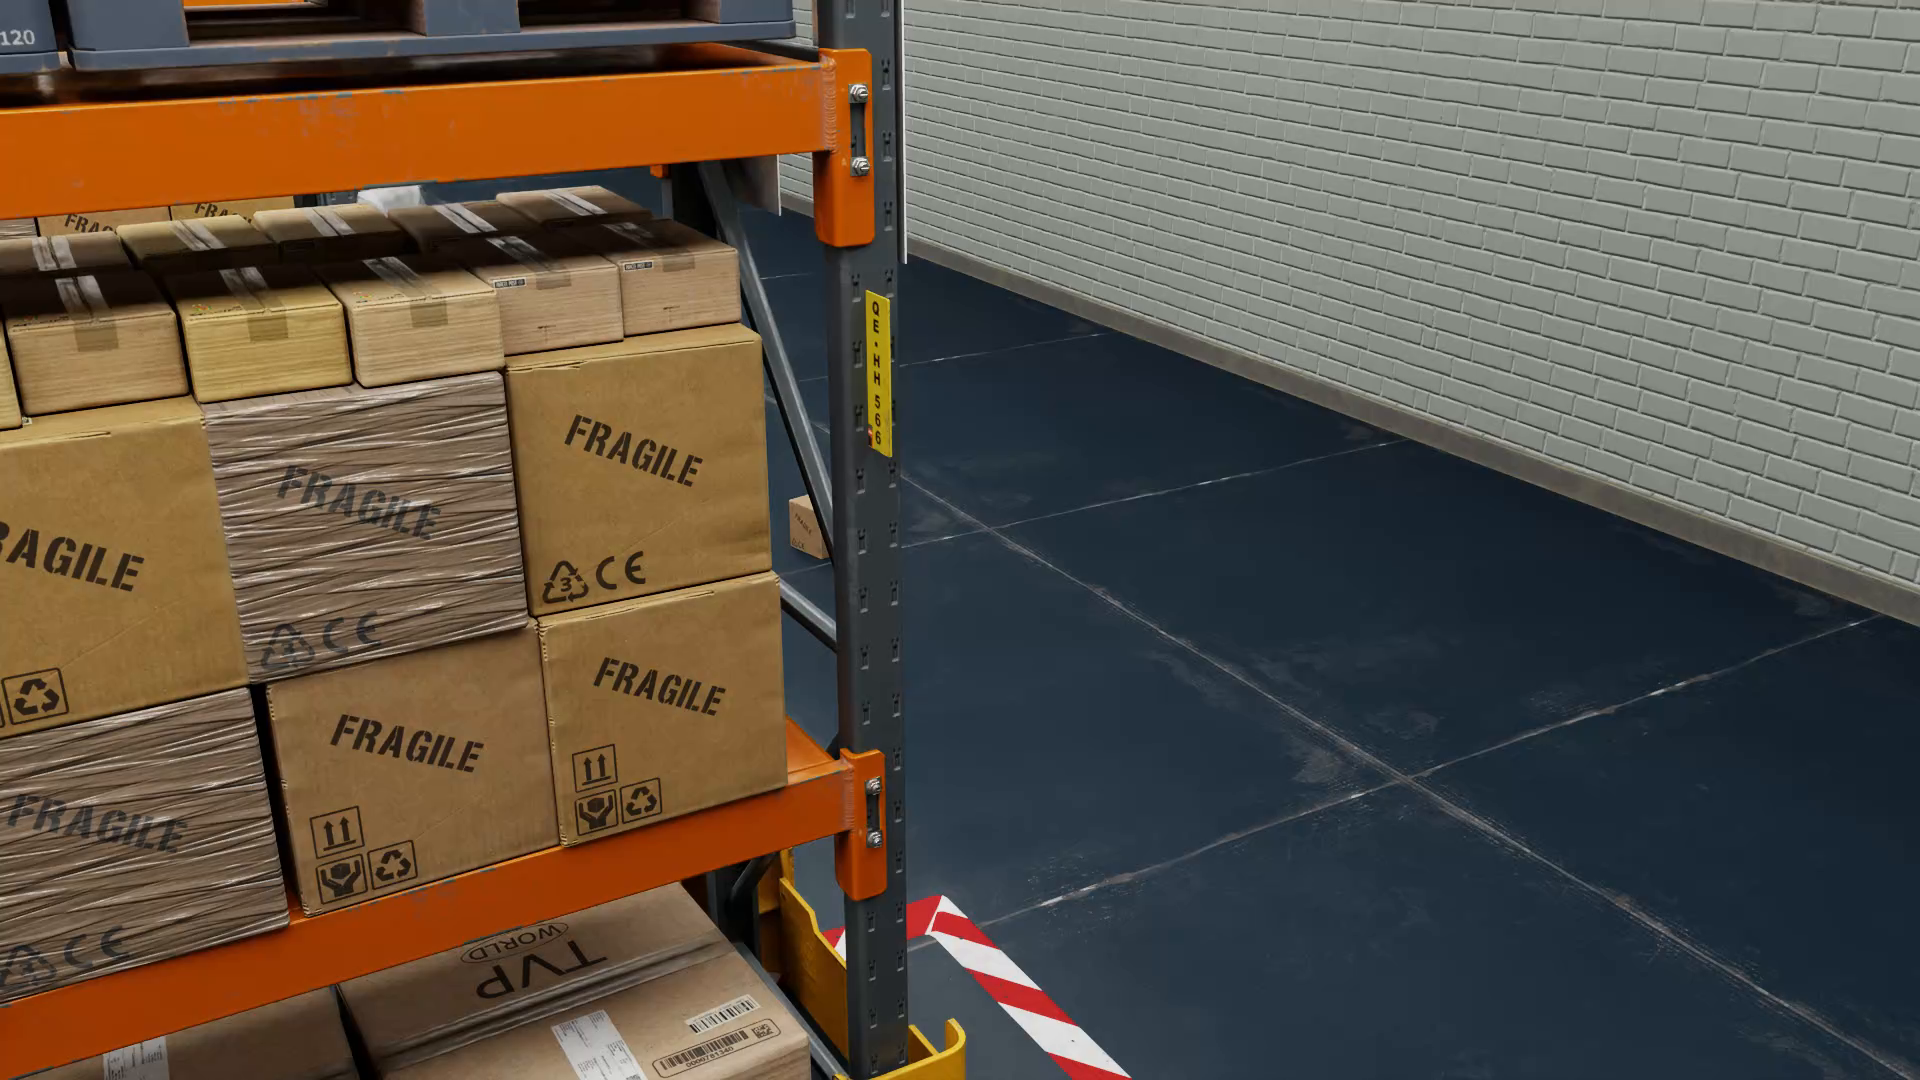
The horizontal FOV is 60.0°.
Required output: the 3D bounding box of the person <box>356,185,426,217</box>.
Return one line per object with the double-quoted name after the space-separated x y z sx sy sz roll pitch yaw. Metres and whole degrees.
-3.379 -1.528 9.864 0.451 1.773 0.625 10 24 25 "person"
